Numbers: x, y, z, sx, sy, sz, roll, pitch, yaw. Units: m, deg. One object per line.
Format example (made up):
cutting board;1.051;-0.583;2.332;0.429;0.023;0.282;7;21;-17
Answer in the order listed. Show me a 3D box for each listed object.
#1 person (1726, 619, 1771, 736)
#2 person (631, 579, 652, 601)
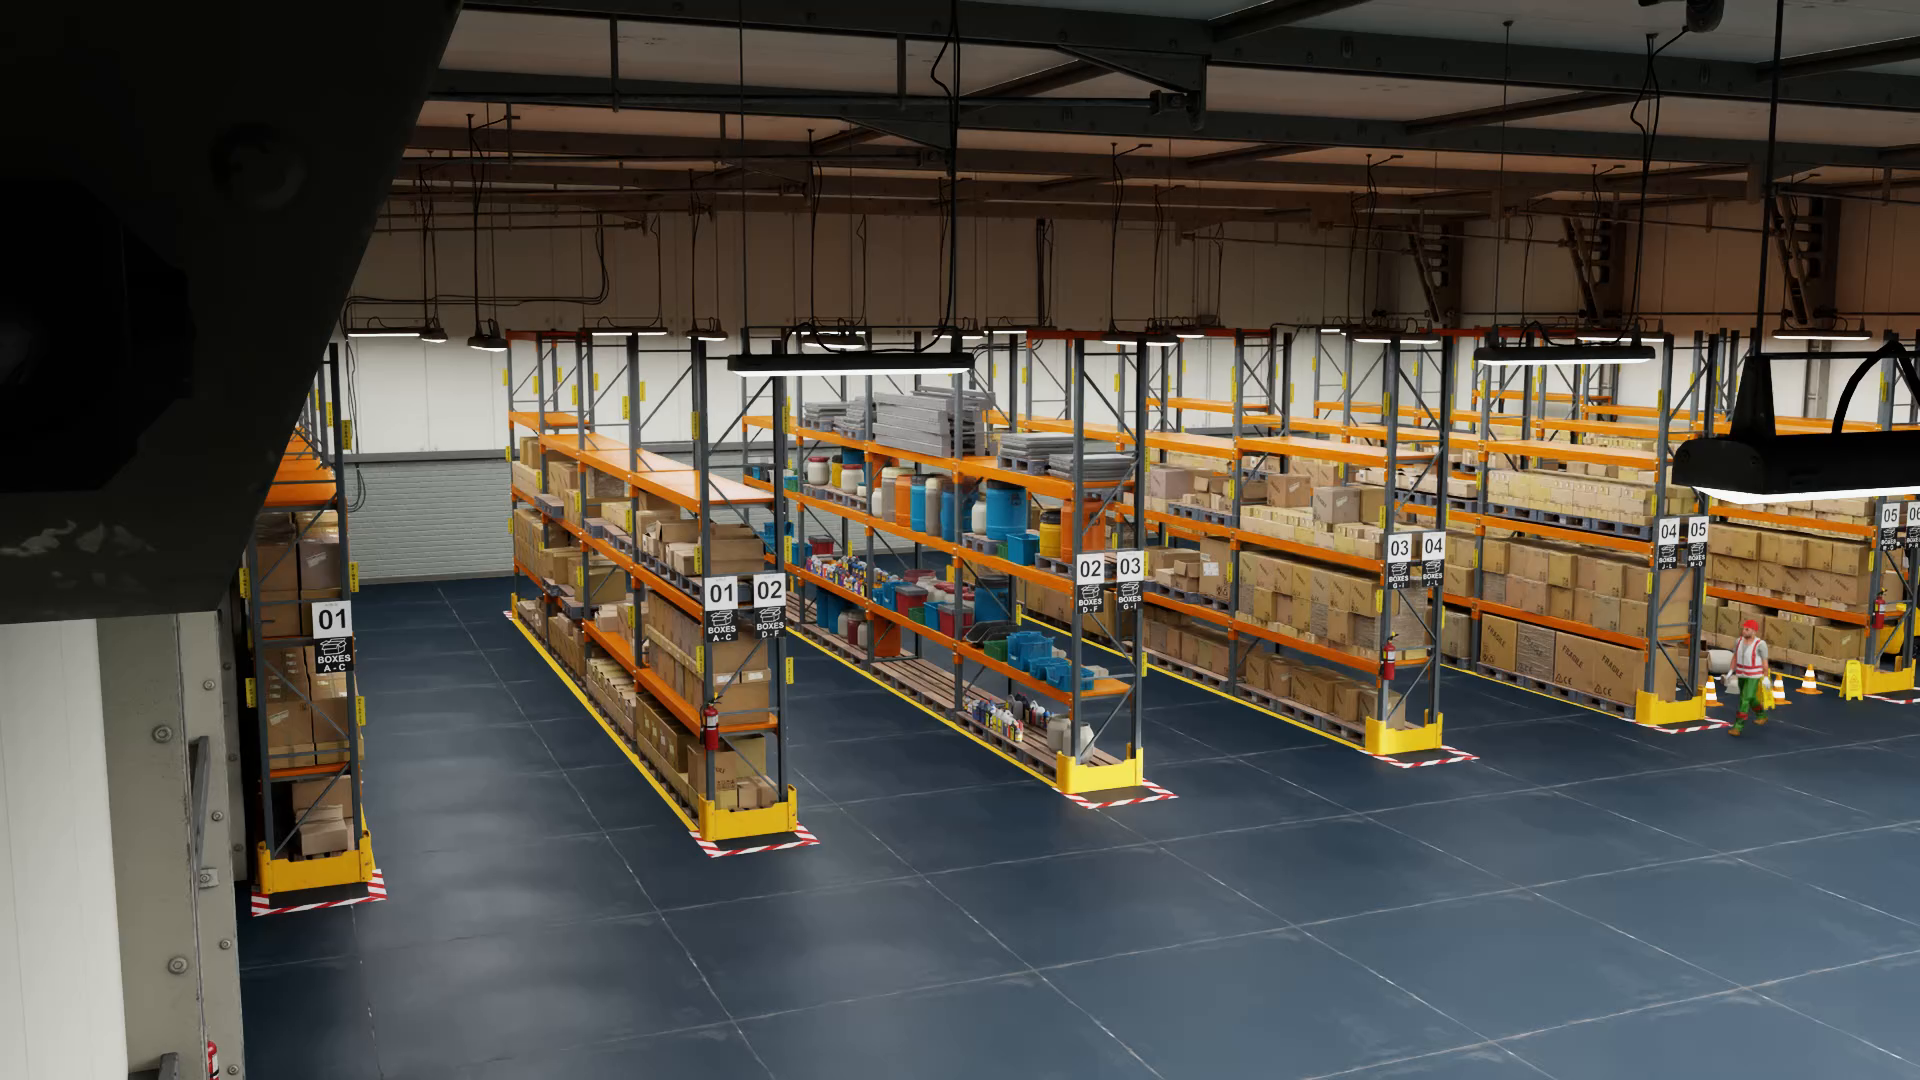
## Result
person;11.936;2.054;25.140;1.057;1.750;0.602;-4;9;-29
person;-6.591;0.786;34.433;0.635;1.824;0.623;6;10;36
